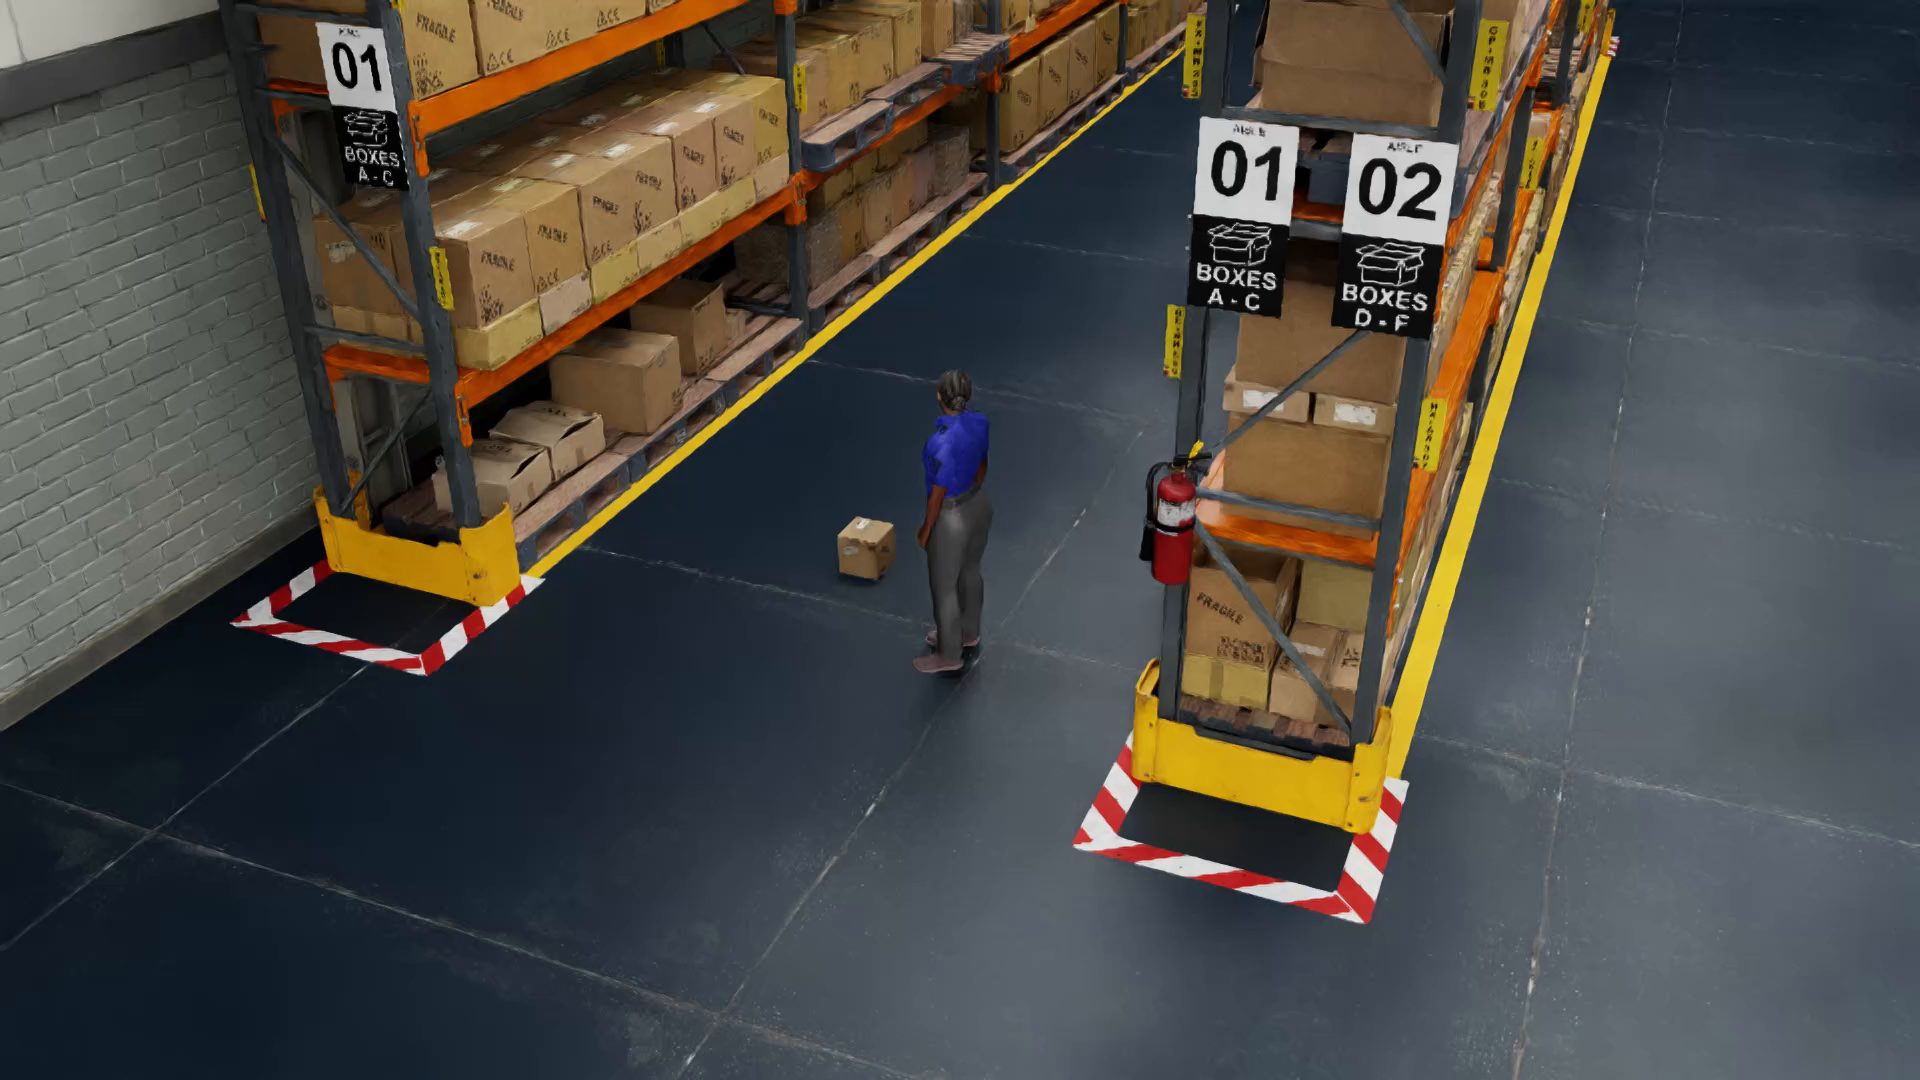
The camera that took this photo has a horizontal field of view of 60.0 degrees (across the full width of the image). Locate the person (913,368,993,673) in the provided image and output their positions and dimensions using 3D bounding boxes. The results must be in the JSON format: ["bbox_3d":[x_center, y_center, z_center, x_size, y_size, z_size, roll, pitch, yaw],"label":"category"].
[{"bbox_3d":[-0.044,-0.100,8.561,0.375,1.700,0.500,18,35,29],"label":"person"}]
